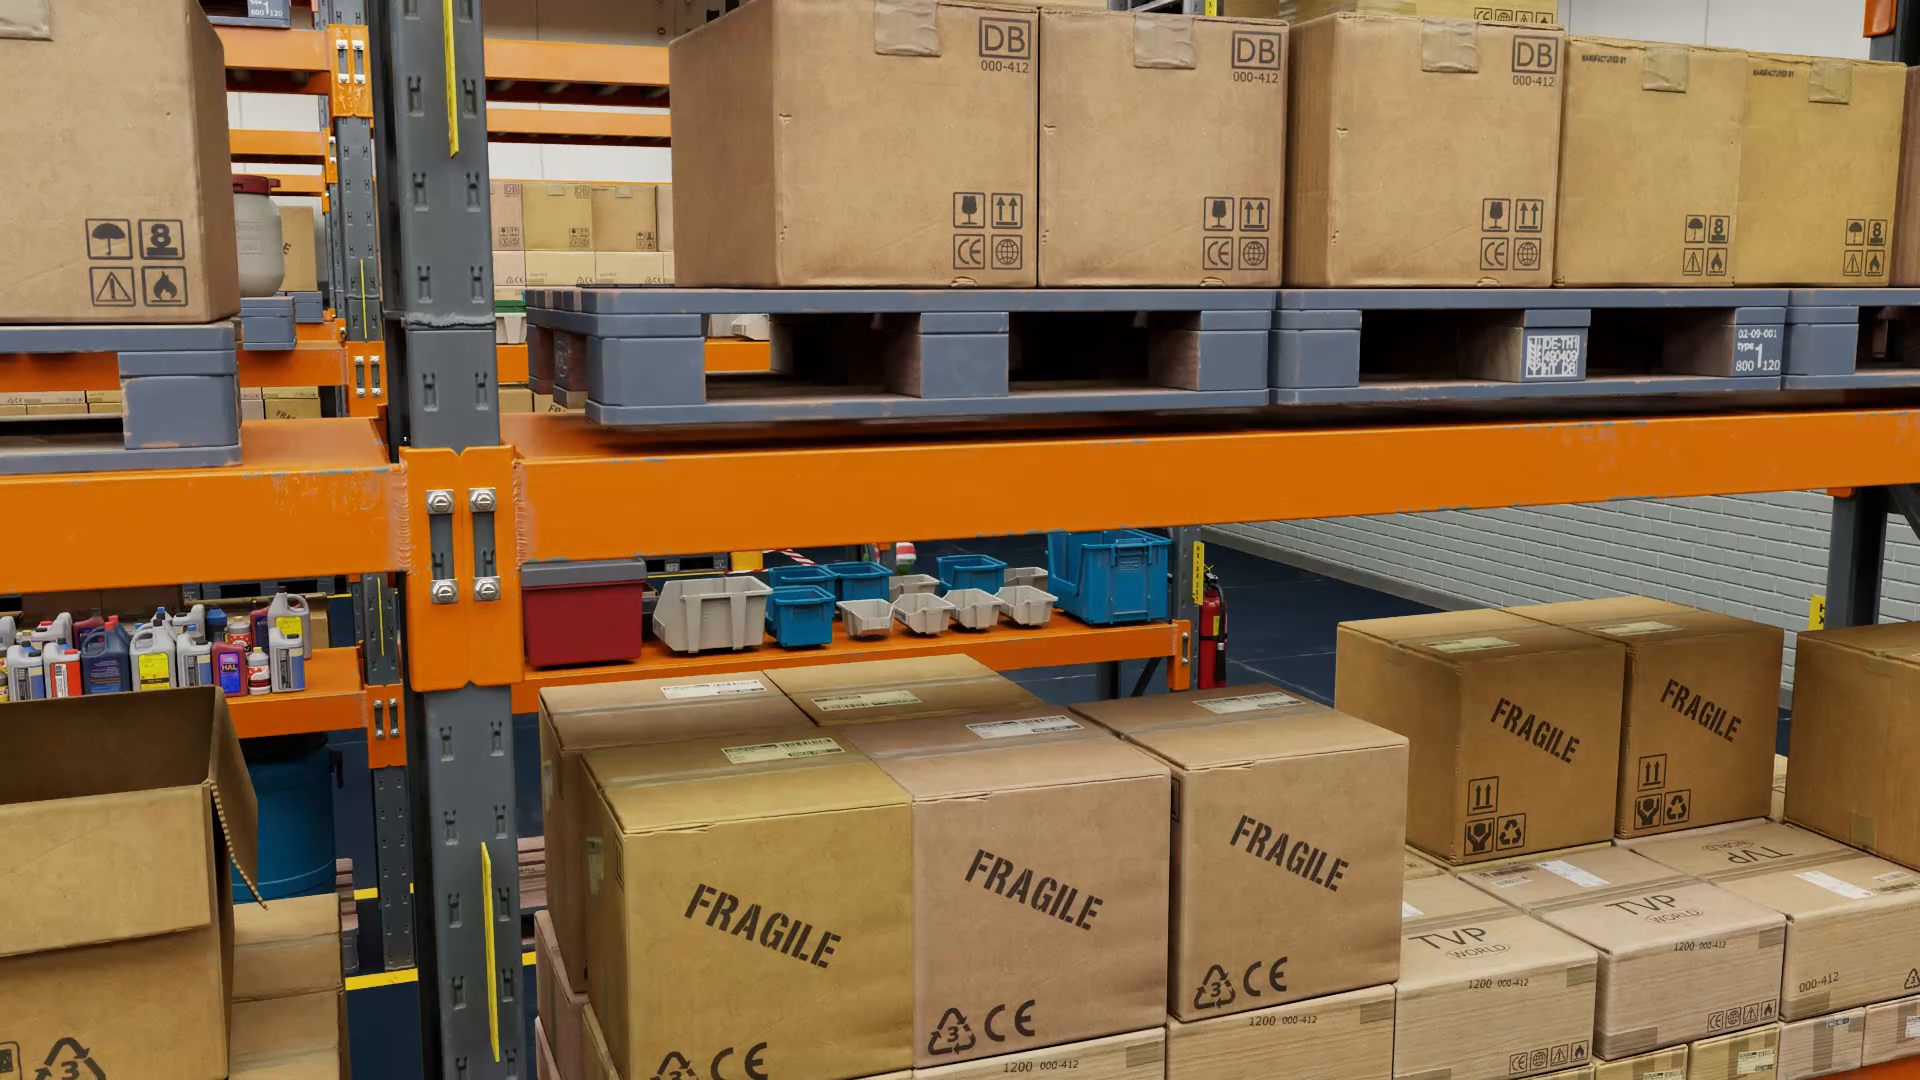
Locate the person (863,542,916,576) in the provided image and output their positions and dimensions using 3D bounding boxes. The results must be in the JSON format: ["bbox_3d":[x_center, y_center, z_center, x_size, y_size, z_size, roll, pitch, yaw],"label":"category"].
[{"bbox_3d":[-0.754,0.259,16.023,0.529,0.795,0.954,-4,9,-22],"label":"person"}]
